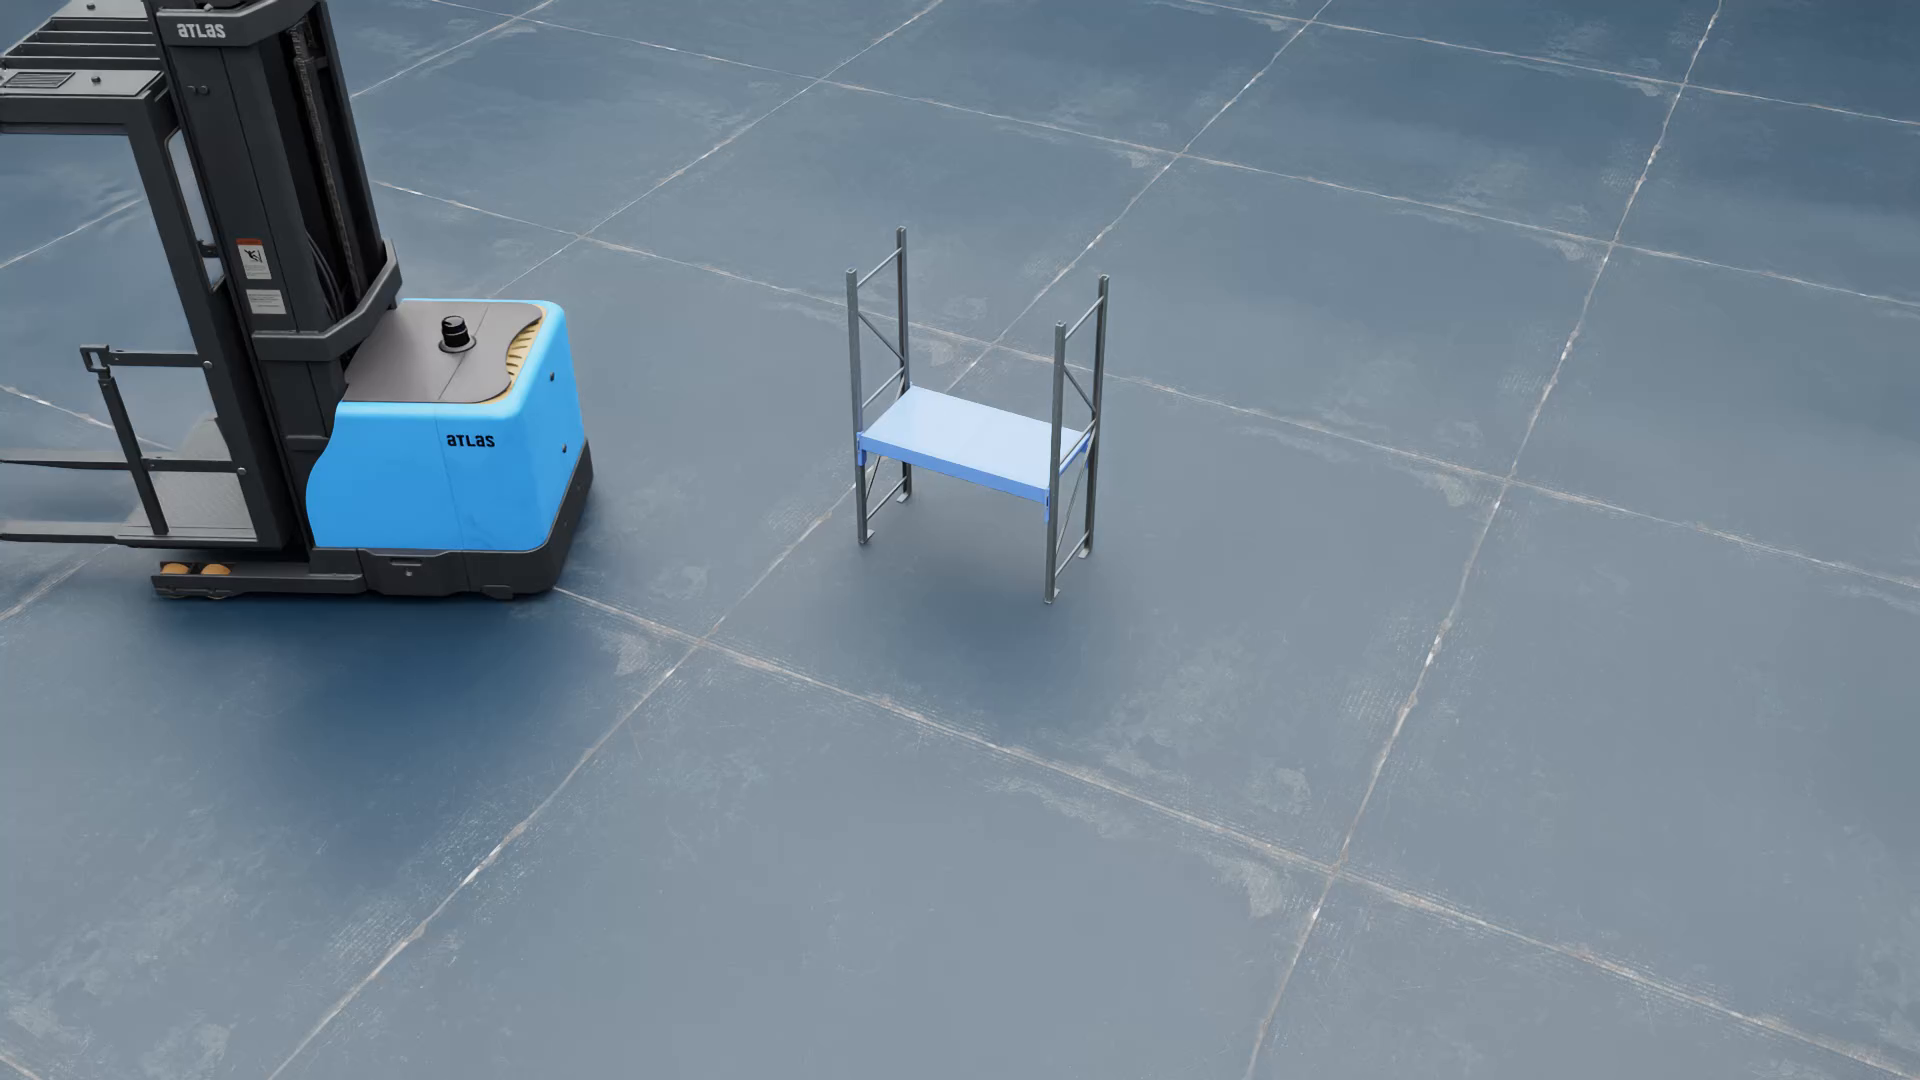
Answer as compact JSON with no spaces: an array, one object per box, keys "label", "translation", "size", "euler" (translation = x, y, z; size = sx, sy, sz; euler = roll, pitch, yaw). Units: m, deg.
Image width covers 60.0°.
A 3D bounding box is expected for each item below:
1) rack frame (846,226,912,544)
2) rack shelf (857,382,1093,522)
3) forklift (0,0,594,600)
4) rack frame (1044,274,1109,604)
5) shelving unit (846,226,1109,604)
[{"label":"rack frame","translation":[-0.376,-0.715,7.952],"size":[0.032,1.500,0.500],"euler":[17,41,21]},{"label":"rack shelf","translation":[0.076,-0.430,7.874],"size":[1.000,0.185,0.538],"euler":[17,41,21]},{"label":"forklift","translation":[-3.413,-1.206,7.415],"size":[3.031,2.935,1.130],"euler":[1,37,2]},{"label":"rack frame","translation":[0.527,-0.432,7.579],"size":[0.032,1.500,0.500],"euler":[17,41,21]},{"label":"shelving unit","translation":[0.076,-0.574,7.765],"size":[1.048,1.500,0.538],"euler":[17,41,21]}]
